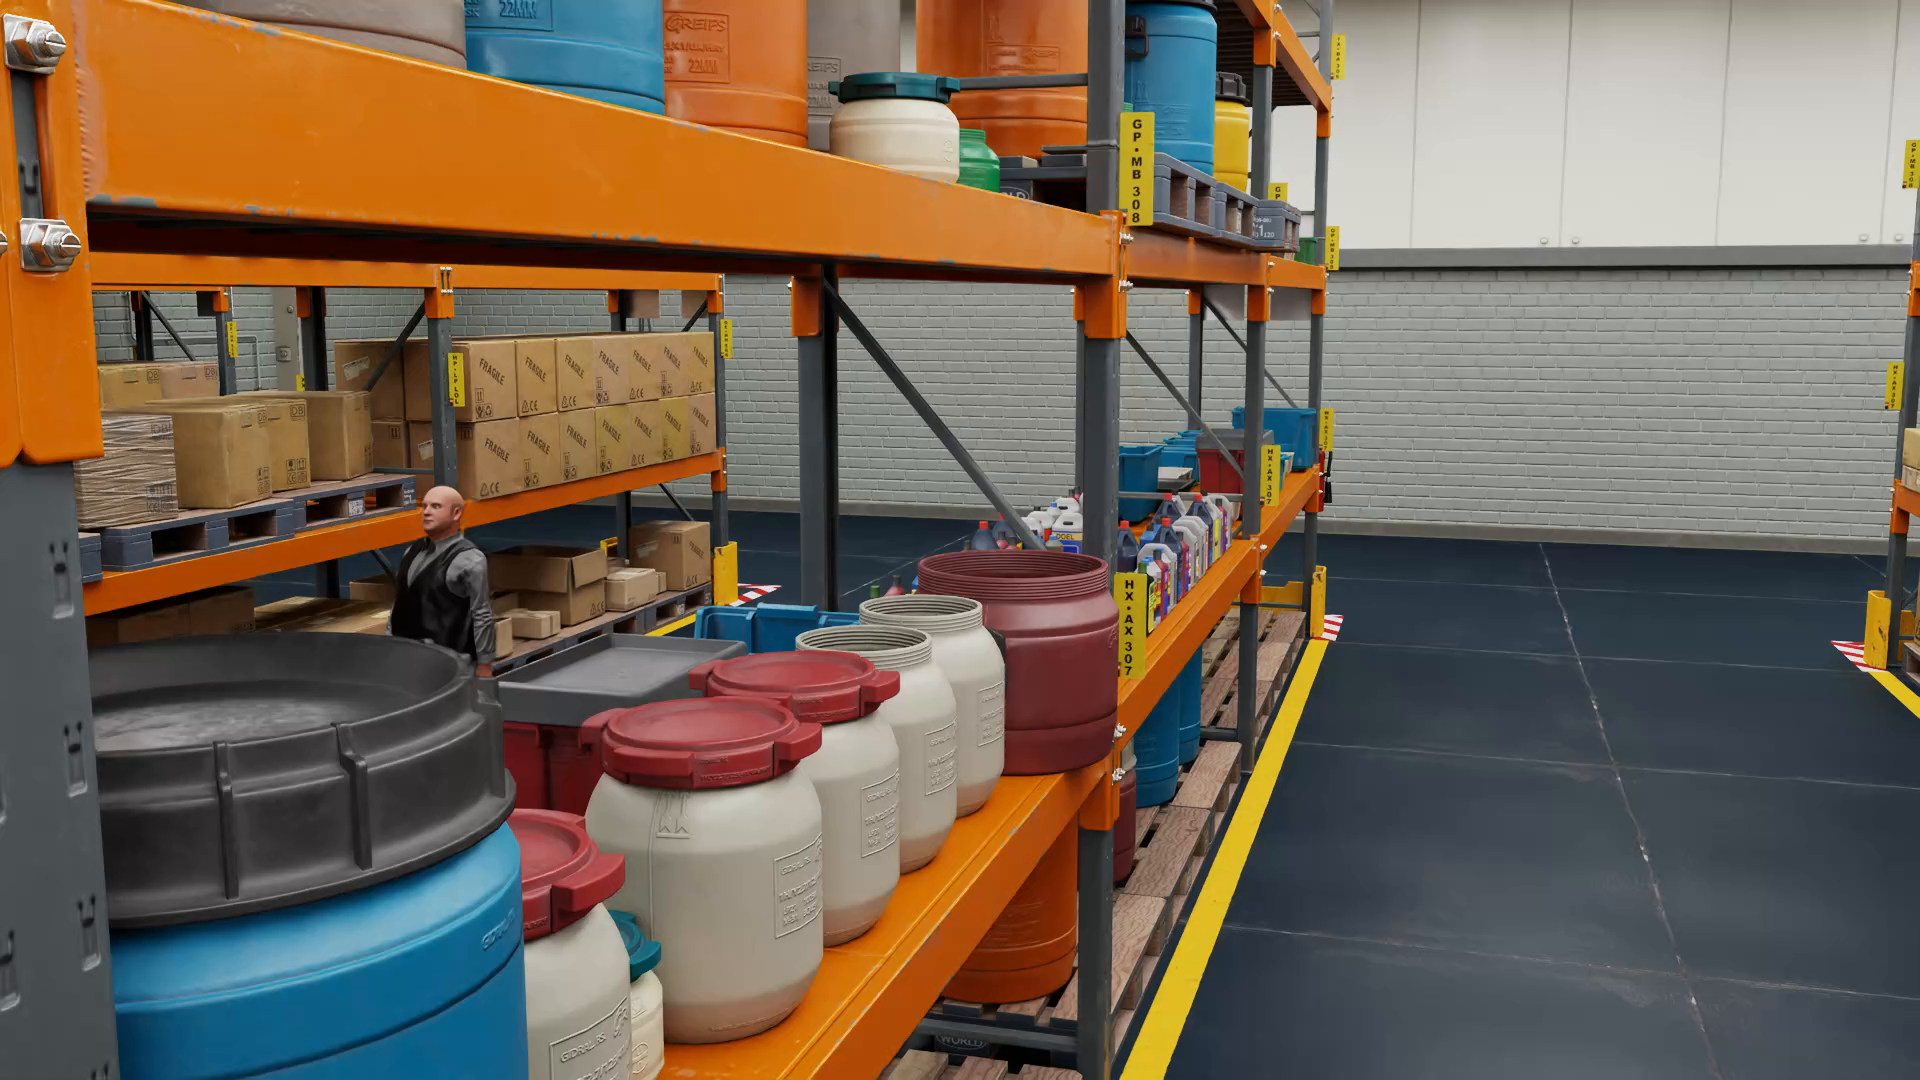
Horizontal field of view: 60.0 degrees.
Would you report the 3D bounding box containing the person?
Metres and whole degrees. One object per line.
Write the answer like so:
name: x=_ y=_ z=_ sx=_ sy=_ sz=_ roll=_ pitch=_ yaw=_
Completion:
person: x=-2.484 y=0.586 z=7.904 sx=0.528 sy=1.685 sz=0.964 roll=7 pitch=11 yaw=39
